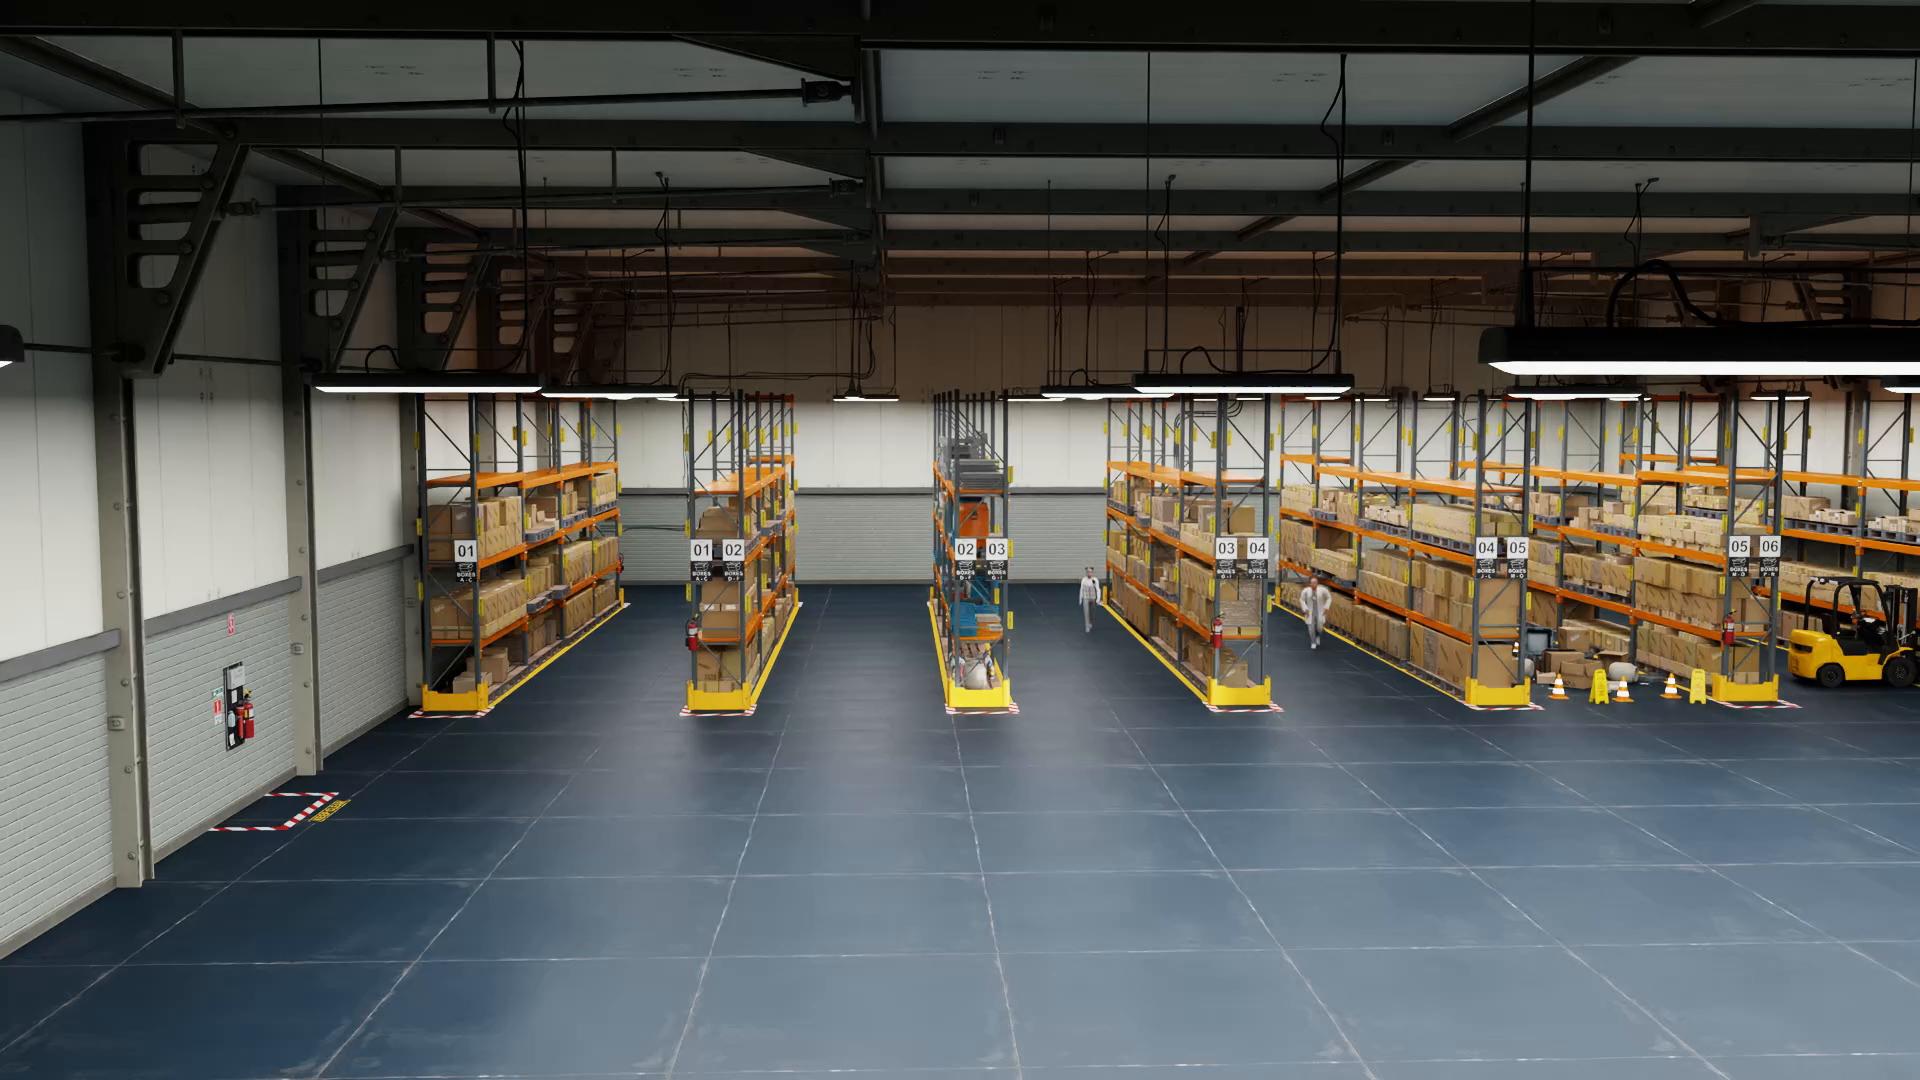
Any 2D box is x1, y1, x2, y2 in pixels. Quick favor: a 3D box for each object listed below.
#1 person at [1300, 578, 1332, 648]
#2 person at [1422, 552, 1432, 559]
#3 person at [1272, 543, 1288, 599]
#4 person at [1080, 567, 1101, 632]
[{"bbox_3d":[8.342,1.712,38.997,0.752,1.685,0.636,1,5,8],"label":"person"},{"bbox_3d":[12.911,1.136,46.094,0.670,1.683,0.437,3,6,35],"label":"person"},{"bbox_3d":[9.506,0.898,48.891,0.884,1.645,0.462,-1,5,-15],"label":"person"},{"bbox_3d":[3.283,1.475,41.866,0.514,1.620,1.031,0,5,-1],"label":"person"}]
